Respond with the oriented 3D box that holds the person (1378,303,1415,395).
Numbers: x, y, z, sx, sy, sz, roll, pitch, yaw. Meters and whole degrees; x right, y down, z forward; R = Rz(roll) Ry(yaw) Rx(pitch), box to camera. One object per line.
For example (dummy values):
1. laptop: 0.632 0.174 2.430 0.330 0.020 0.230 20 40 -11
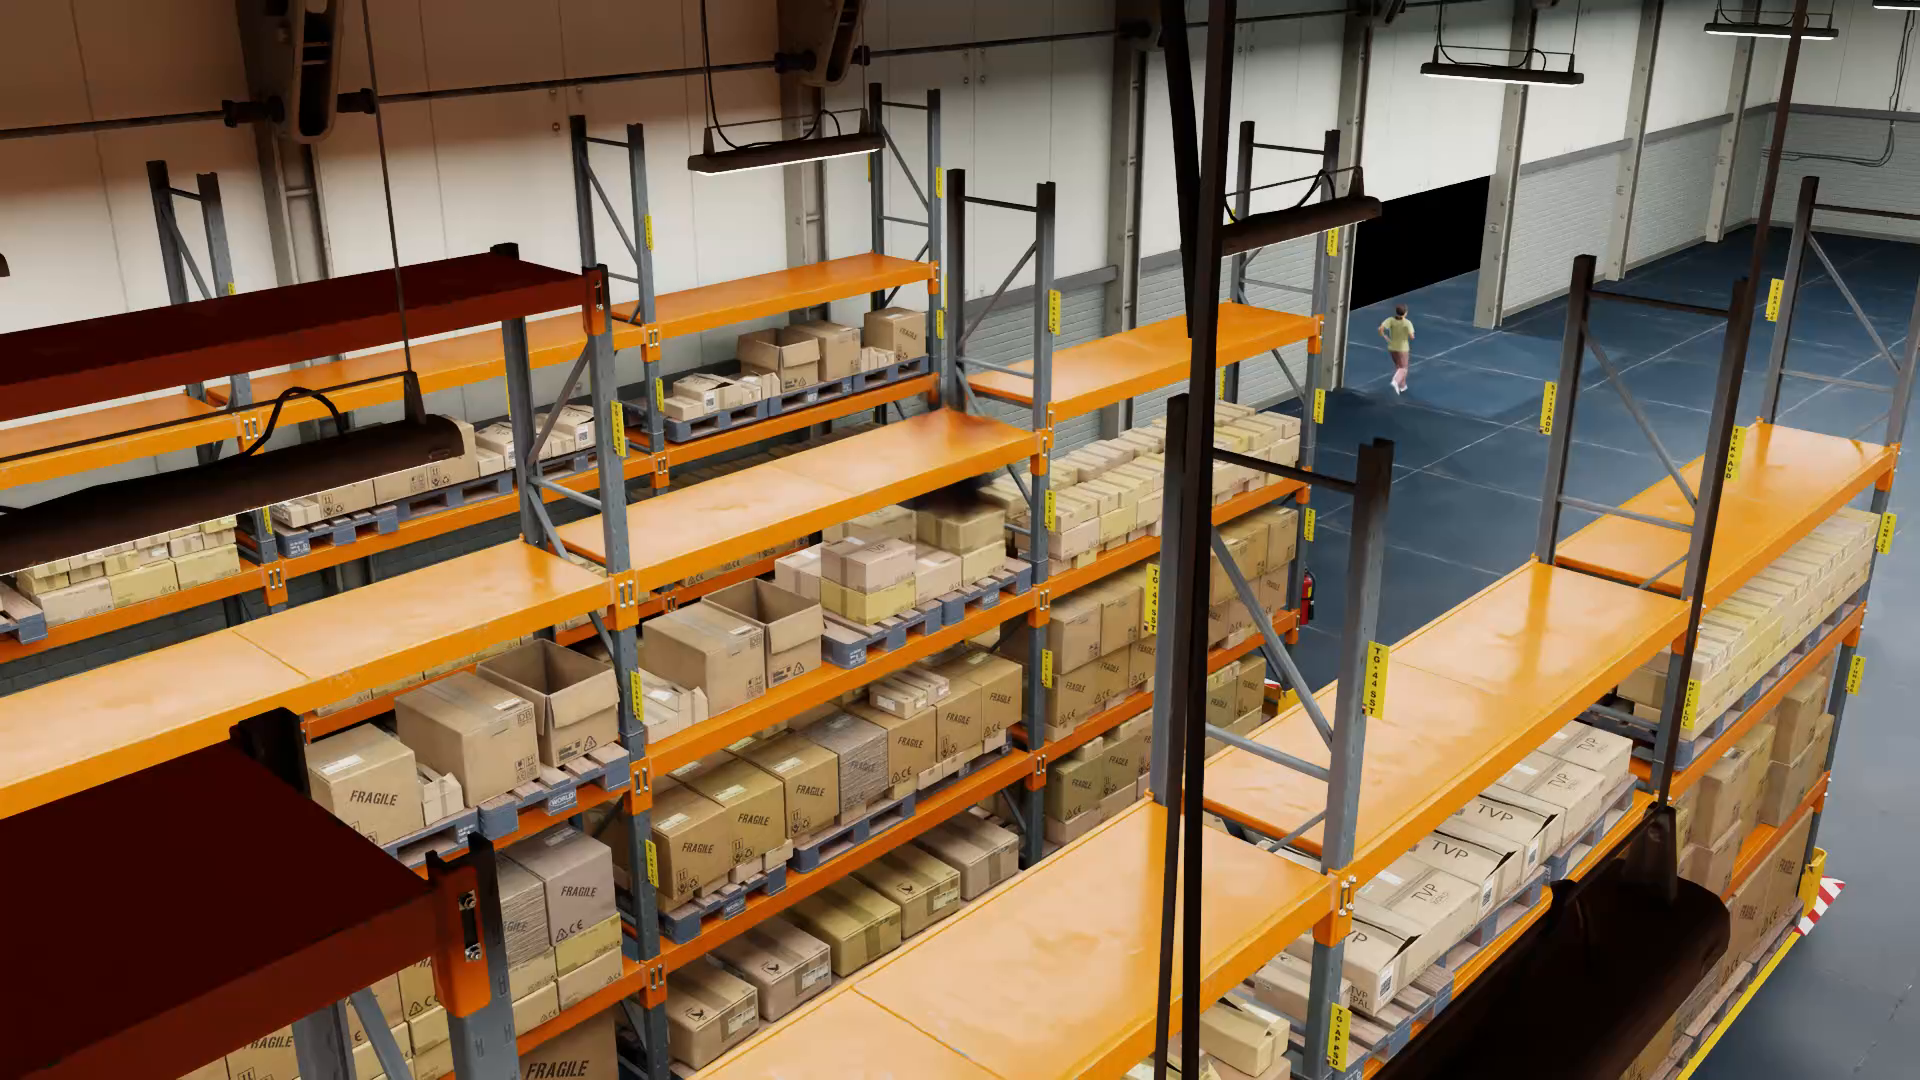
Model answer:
1. person: 7.437 -3.239 28.126 0.592 1.611 0.903 16 27 36
